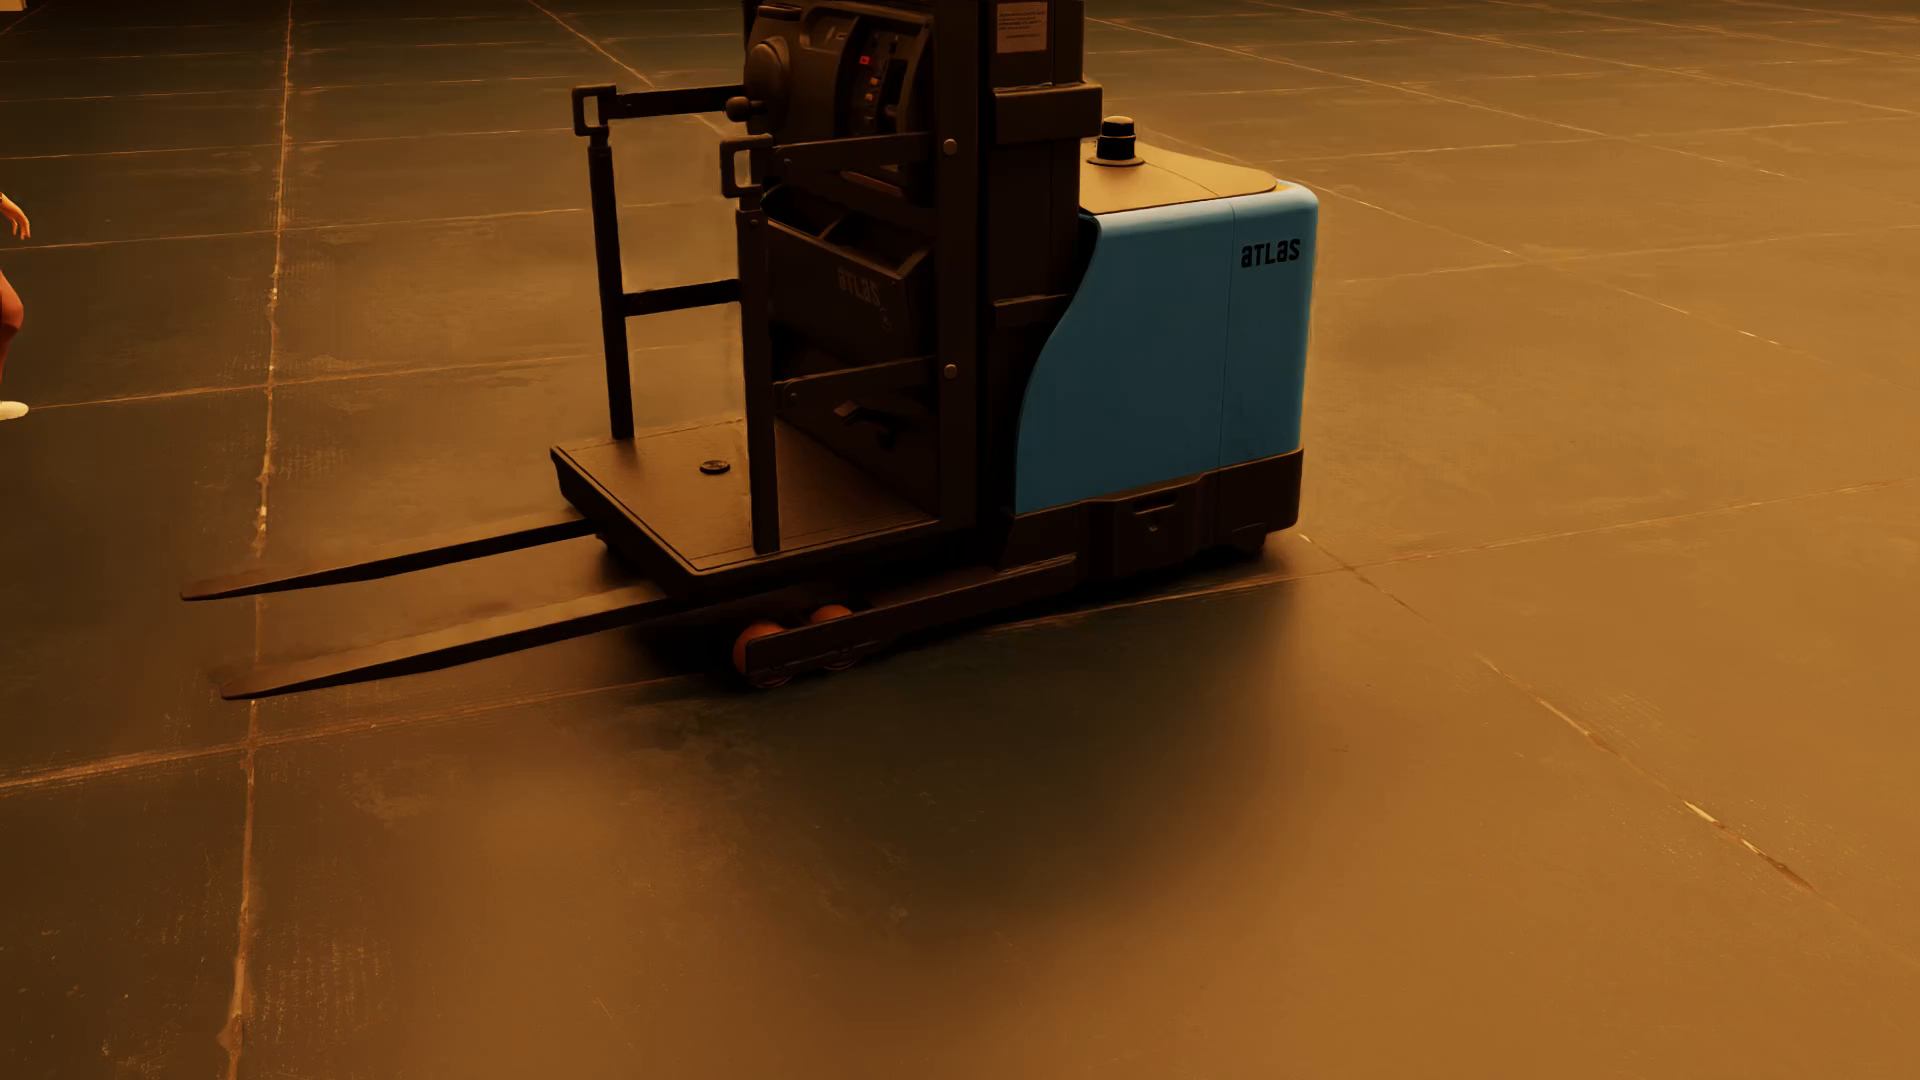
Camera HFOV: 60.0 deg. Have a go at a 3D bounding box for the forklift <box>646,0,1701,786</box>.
[{"bbox_3d":[0.409,-1.176,4.096,1.130,2.935,3.031,-19,30,-38],"label":"forklift"}]
